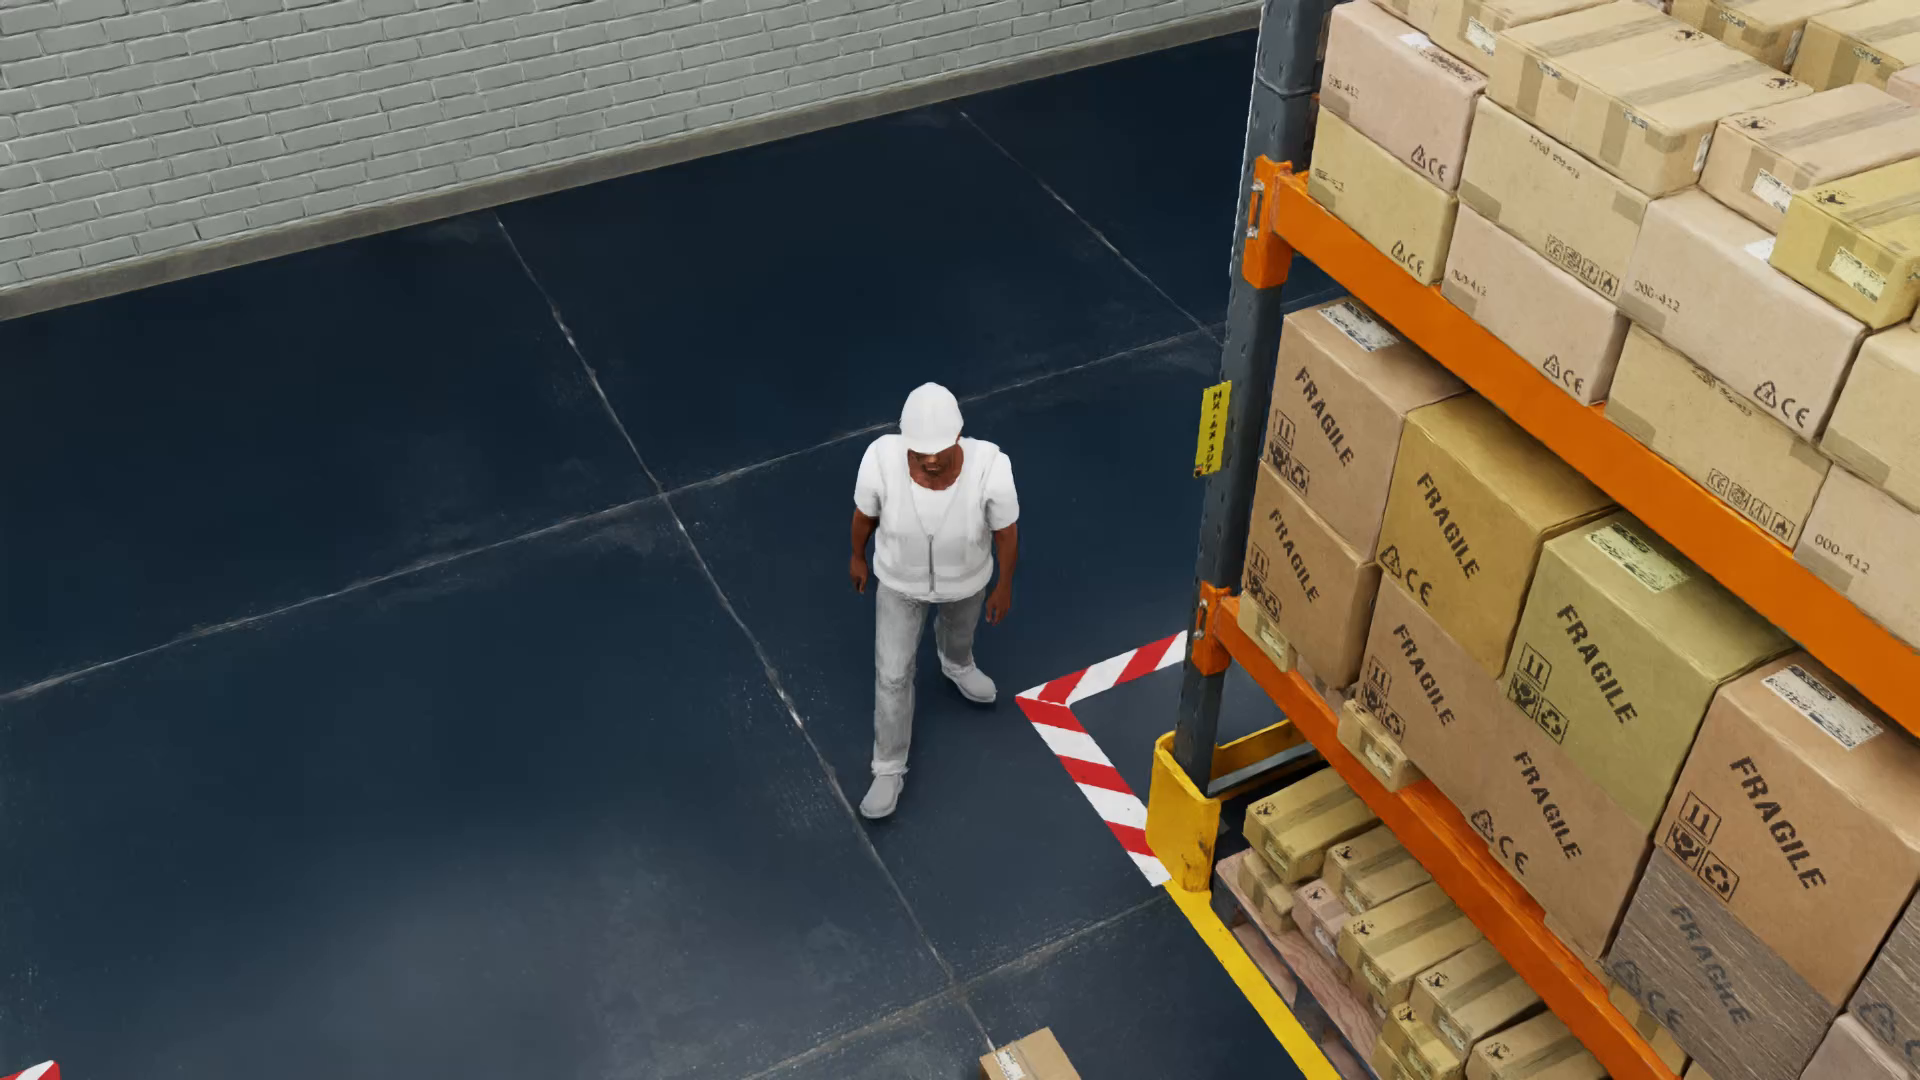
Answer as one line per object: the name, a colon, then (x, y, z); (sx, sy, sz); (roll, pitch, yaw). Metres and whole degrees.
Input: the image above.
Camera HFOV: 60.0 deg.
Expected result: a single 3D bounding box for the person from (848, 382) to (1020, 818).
person: (-0.100, 0.156, 5.968); (0.619, 1.725, 0.910); (-1, 41, -1)
